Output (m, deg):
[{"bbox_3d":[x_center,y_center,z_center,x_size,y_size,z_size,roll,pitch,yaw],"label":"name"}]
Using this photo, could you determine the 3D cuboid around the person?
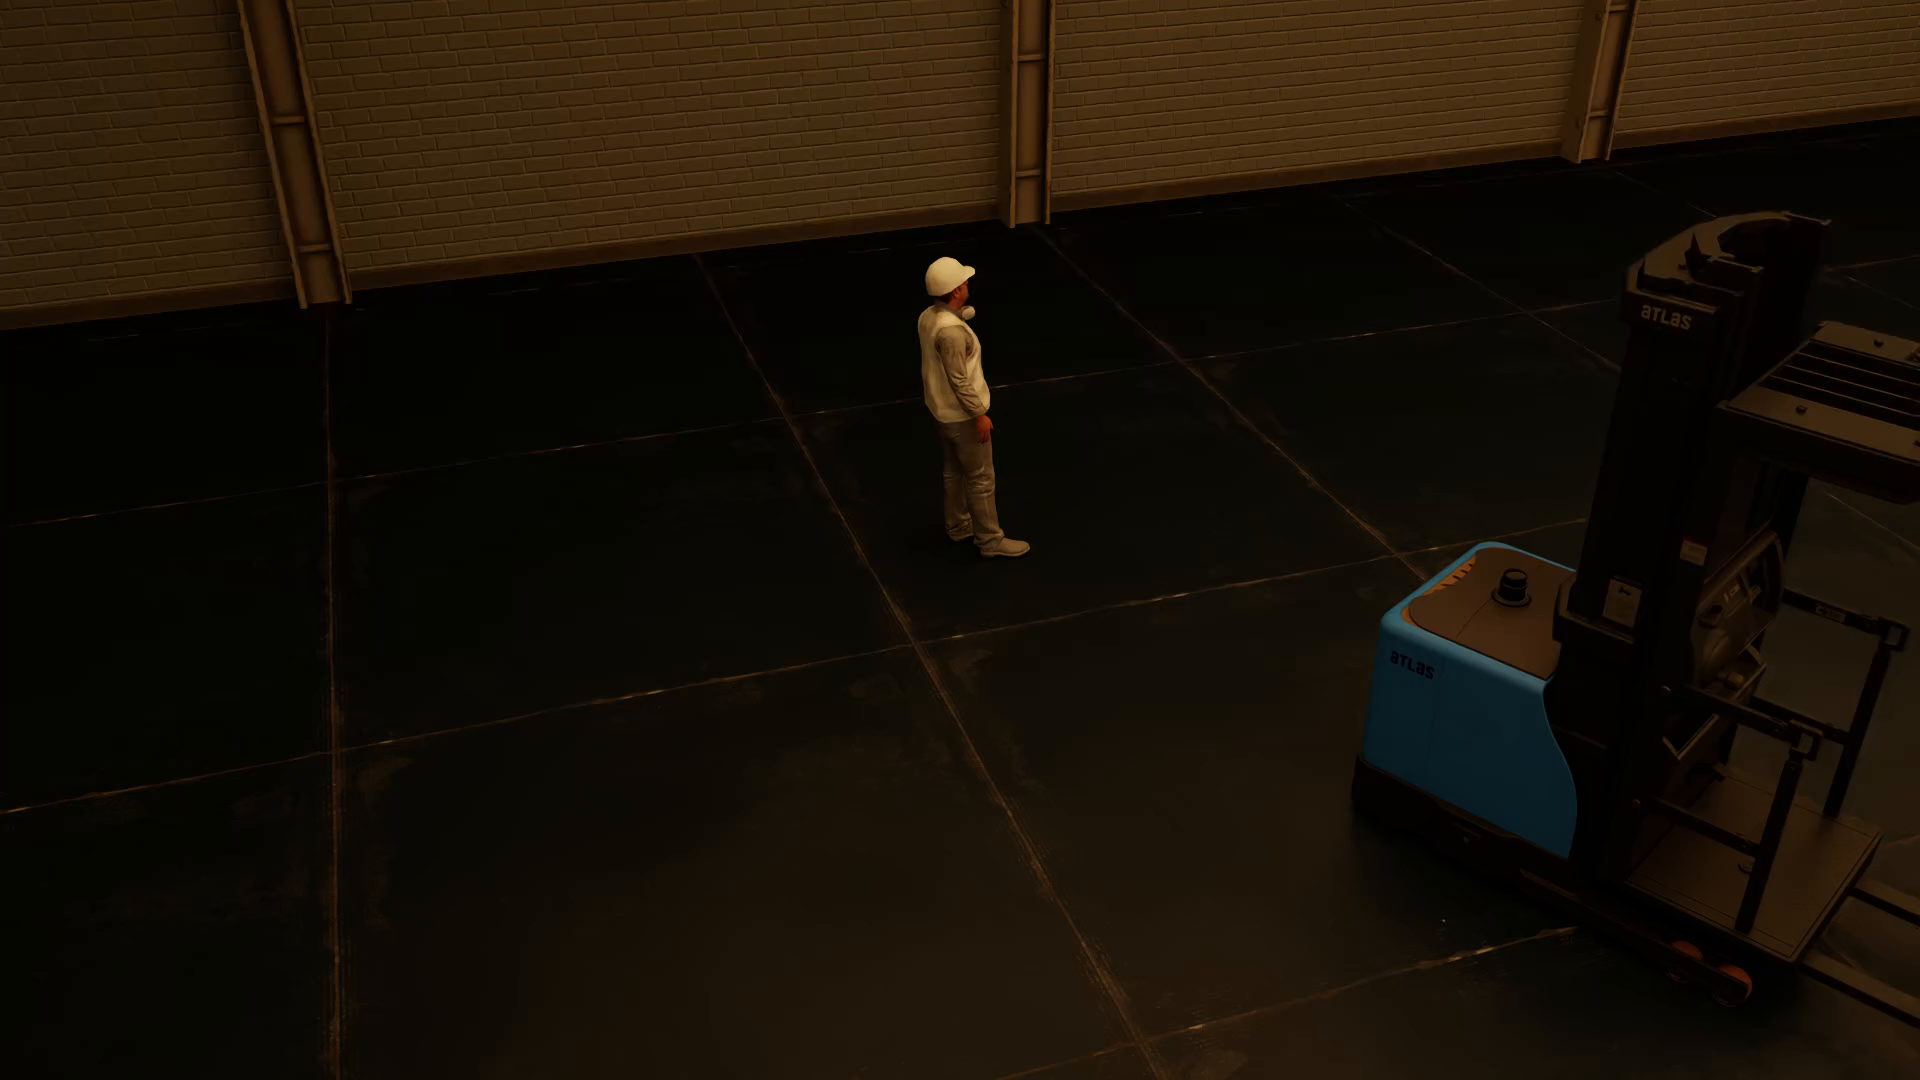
[{"bbox_3d":[0.061,-0.781,9.590,0.568,1.773,0.632,-10,31,-16],"label":"person"}]

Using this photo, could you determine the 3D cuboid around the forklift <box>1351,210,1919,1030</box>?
[{"bbox_3d":[3.254,0.323,6.526,3.031,2.935,1.130,25,38,36],"label":"forklift"}]
